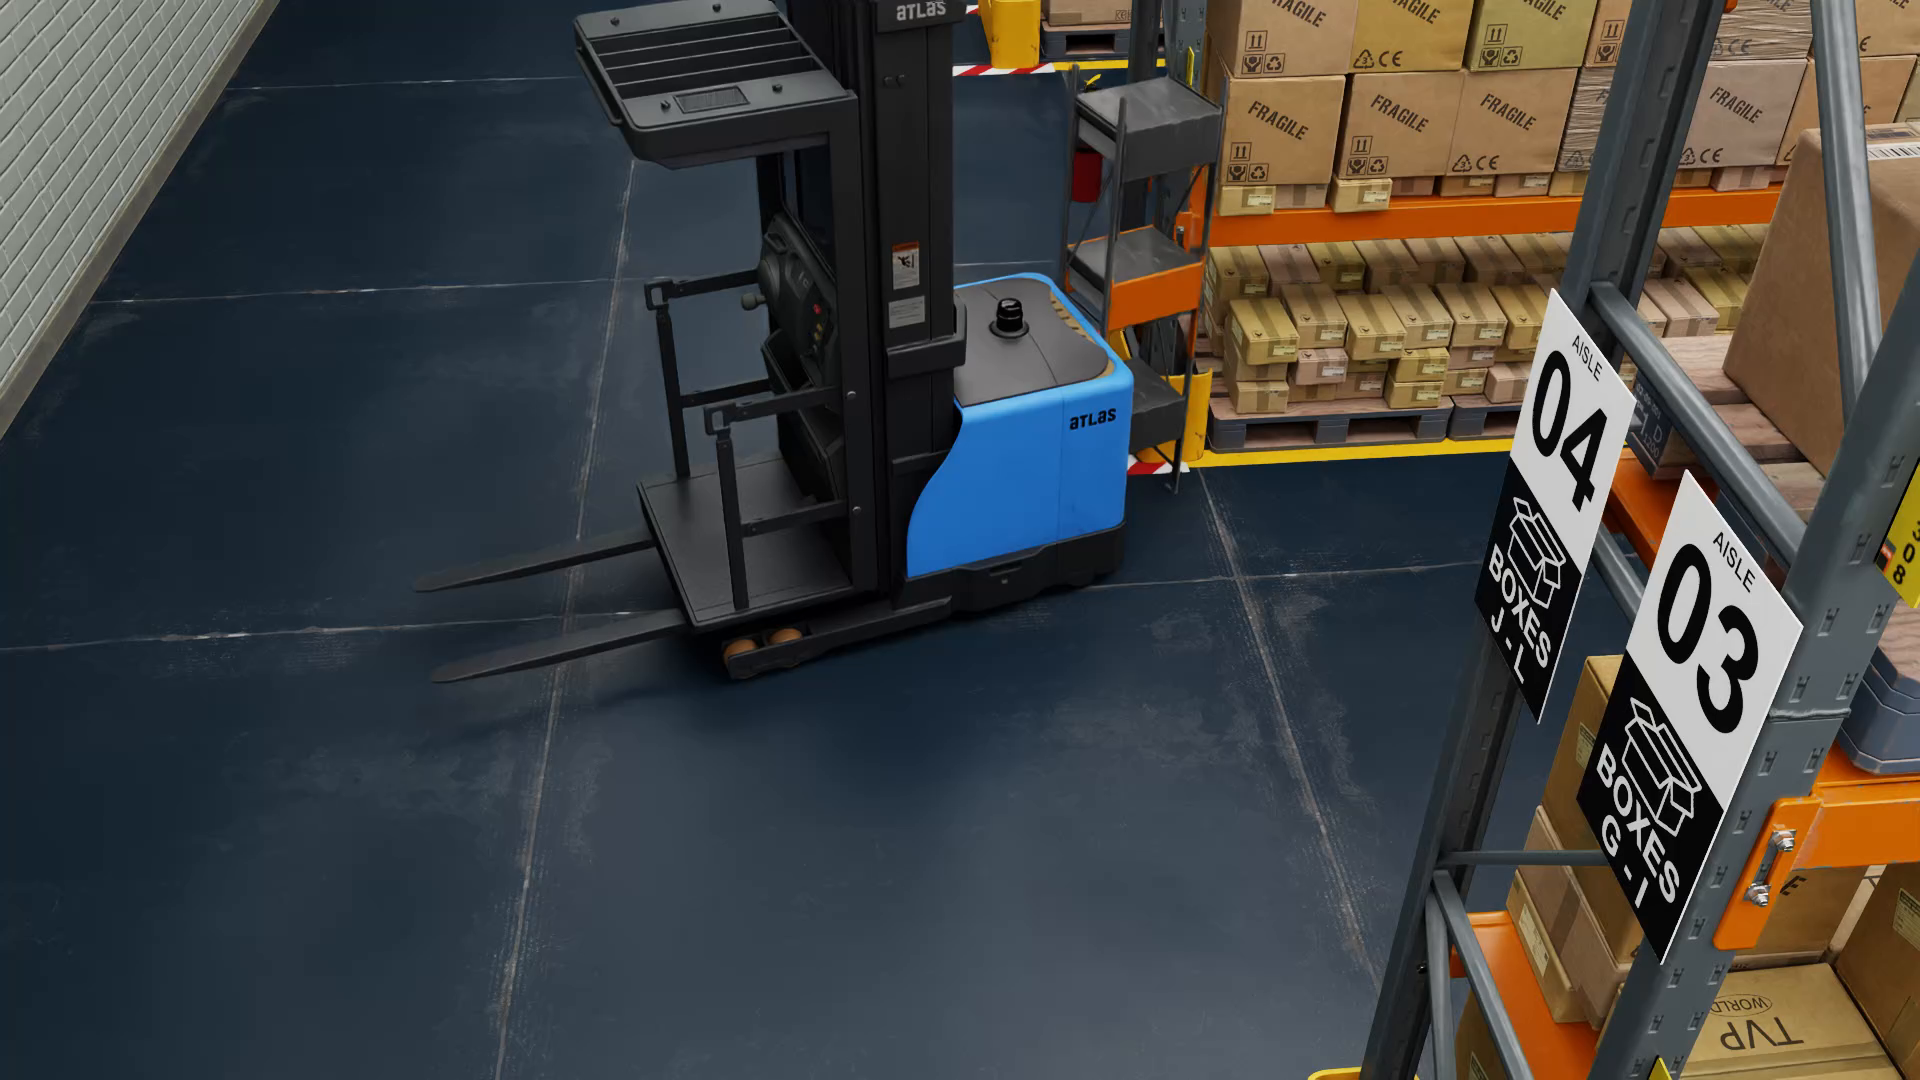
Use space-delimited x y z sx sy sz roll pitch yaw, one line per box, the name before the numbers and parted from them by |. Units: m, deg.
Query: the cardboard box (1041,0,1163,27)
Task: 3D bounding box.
cardboard box | 1.031 -4.225 12.413 0.875 0.438 0.875 -4 38 -6

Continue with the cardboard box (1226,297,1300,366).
cardboard box | 1.473 -1.018 8.101 0.250 0.149 0.380 -5 39 -6

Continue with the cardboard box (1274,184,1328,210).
cardboard box | 1.523 -1.676 7.655 0.250 0.149 0.380 -2 38 -2

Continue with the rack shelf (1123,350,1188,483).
rack shelf | 0.739 -0.526 7.862 0.480 0.518 0.431 -17 42 -22

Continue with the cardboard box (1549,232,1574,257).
cardboard box | 3.234 -1.446 8.644 0.250 0.149 0.380 -5 39 -6

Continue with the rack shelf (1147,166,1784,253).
rack shelf | 2.913 -1.747 8.123 4.000 0.370 1.077 -3 38 -4

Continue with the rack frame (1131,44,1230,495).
rack frame | 0.969 -1.153 7.512 0.015 2.100 0.400 -17 42 -22

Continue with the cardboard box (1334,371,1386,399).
cardboard box | 1.972 -0.879 8.405 0.250 0.149 0.380 -3 38 -3

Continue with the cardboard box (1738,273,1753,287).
cardboard box | 4.076 -1.181 8.308 0.250 0.149 0.380 -3 38 -4

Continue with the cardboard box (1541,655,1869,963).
cardboard box | 1.722 0.605 3.837 0.500 0.500 0.500 -3 38 -3

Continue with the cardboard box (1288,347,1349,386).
cardboard box | 1.744 -0.932 8.233 0.250 0.149 0.380 -3 38 -4

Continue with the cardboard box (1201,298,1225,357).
cardboard box | 1.427 -1.123 8.714 0.250 0.149 0.380 -3 38 -3

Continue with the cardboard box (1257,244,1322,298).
cardboard box | 1.681 -1.362 8.537 0.250 0.149 0.380 -2 38 -3

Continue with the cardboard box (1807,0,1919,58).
cardboard box | 3.947 -2.463 7.322 0.500 0.500 0.500 -4 38 -5

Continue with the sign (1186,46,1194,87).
sign | 0.969 -1.925 7.069 0.005 0.325 0.100 -3 38 -4

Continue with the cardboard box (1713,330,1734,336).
cardboard box | 3.828 -1.087 8.428 0.250 0.149 0.380 -3 38 -4

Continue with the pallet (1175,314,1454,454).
pallet | 1.809 -0.852 8.659 1.213 0.211 1.003 -3 38 -4

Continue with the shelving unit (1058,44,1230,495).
shelving unit | 0.754 -1.086 7.419 0.503 2.100 0.431 -17 42 -22

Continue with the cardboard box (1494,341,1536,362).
cardboard box | 2.767 -1.061 8.396 0.250 0.149 0.380 -1 38 -2

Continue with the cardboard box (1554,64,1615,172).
cardboard box | 2.920 -2.026 7.575 0.500 0.500 0.500 -4 38 -5

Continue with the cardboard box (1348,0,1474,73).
cardboard box | 1.894 -2.360 7.192 0.500 0.500 0.500 -2 38 -3

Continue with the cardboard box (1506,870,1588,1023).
cardboard box | 1.585 1.022 4.236 0.250 0.149 0.380 -2 38 -3

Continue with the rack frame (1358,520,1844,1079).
rack frame | 1.260 1.146 3.876 0.127 3.000 1.000 -3 38 -4

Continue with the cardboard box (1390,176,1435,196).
cardboard box | 2.042 -1.756 7.757 0.250 0.149 0.380 -1 38 -2

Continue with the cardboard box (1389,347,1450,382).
cardboard box | 2.245 -0.948 8.252 0.250 0.149 0.380 -2 38 -3

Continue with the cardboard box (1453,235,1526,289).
cardboard box | 2.727 -1.425 8.617 0.250 0.149 0.380 -4 38 -6

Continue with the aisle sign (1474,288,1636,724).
aisle sign | 1.162 -0.055 3.300 0.004 0.787 0.394 -3 38 -4

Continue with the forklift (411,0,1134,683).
forklift | -0.829 -0.938 6.573 3.031 2.935 1.130 -14 40 -17

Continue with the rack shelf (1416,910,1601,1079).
rack shelf | 3.252 1.319 4.237 4.000 0.370 1.077 -3 38 -4

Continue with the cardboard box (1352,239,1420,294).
cardboard box | 2.192 -1.430 8.623 0.250 0.149 0.380 -5 39 -6

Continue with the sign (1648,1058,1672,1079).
sign | 1.303 1.118 3.148 0.005 0.325 0.100 -3 38 -4

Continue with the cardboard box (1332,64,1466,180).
cardboard box | 1.924 -1.975 7.510 0.500 0.500 0.500 -3 38 -4

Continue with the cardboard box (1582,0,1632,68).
cardboard box | 2.921 -2.405 7.249 0.500 0.500 0.500 -4 38 -5

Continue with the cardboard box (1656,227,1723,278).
cardboard box | 3.759 -1.476 8.681 0.250 0.149 0.380 -4 38 -5

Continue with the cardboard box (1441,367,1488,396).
cardboard box | 2.482 -0.898 8.429 0.250 0.149 0.380 -3 38 -4

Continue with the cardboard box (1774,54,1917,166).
cardboard box | 3.931 -2.066 7.626 0.500 0.500 0.500 -4 38 -5

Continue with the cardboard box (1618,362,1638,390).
cardboard box | 3.248 -0.923 8.461 0.250 0.149 0.380 -2 38 -3

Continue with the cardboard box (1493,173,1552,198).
cardboard box | 2.562 -1.752 7.752 0.250 0.149 0.380 -4 38 -5

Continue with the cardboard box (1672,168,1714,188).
cardboard box | 3.338 -1.808 7.822 0.250 0.149 0.380 -4 38 -5

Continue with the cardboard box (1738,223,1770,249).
cardboard box | 4.264 -1.549 8.773 0.250 0.149 0.380 -1 38 -2

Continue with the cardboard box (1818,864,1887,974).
cardboard box | 2.224 0.871 4.106 0.500 0.250 0.500 -4 38 -5

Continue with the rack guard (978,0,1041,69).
rack guard | 0.358 -3.985 12.397 0.348 0.500 1.175 -3 38 -4

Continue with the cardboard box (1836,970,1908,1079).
cardboard box | 2.279 1.196 3.693 0.500 0.250 0.500 -4 38 -5

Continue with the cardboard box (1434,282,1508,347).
cardboard box | 2.516 -1.116 8.225 0.250 0.149 0.380 -2 38 -2

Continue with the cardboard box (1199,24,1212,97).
cardboard box | 1.346 -2.259 7.870 0.500 0.500 0.500 -2 38 -3

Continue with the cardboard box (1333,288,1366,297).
cardboard box | 1.939 -1.317 8.719 0.250 0.149 0.380 -5 39 -6

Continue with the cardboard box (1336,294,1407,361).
cardboard box | 1.999 -1.042 8.131 0.250 0.149 0.380 -3 38 -4

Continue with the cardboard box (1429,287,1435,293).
cardboard box | 2.454 -1.353 8.765 0.250 0.149 0.380 -3 38 -3

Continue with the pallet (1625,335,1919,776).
pallet | 1.998 -0.044 3.034 1.213 0.211 1.003 -3 38 -4

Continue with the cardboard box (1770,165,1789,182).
cardboard box | 3.860 -1.849 7.875 0.250 0.149 0.380 -4 38 -5

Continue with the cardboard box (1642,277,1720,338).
cardboard box | 3.549 -1.144 8.260 0.250 0.149 0.380 -5 39 -6

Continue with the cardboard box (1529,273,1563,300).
cardboard box | 3.024 -1.175 8.300 0.250 0.149 0.380 -3 38 -4

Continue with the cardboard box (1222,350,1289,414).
cardboard box | 1.471 -0.796 8.300 0.250 0.149 0.380 -2 38 -3
